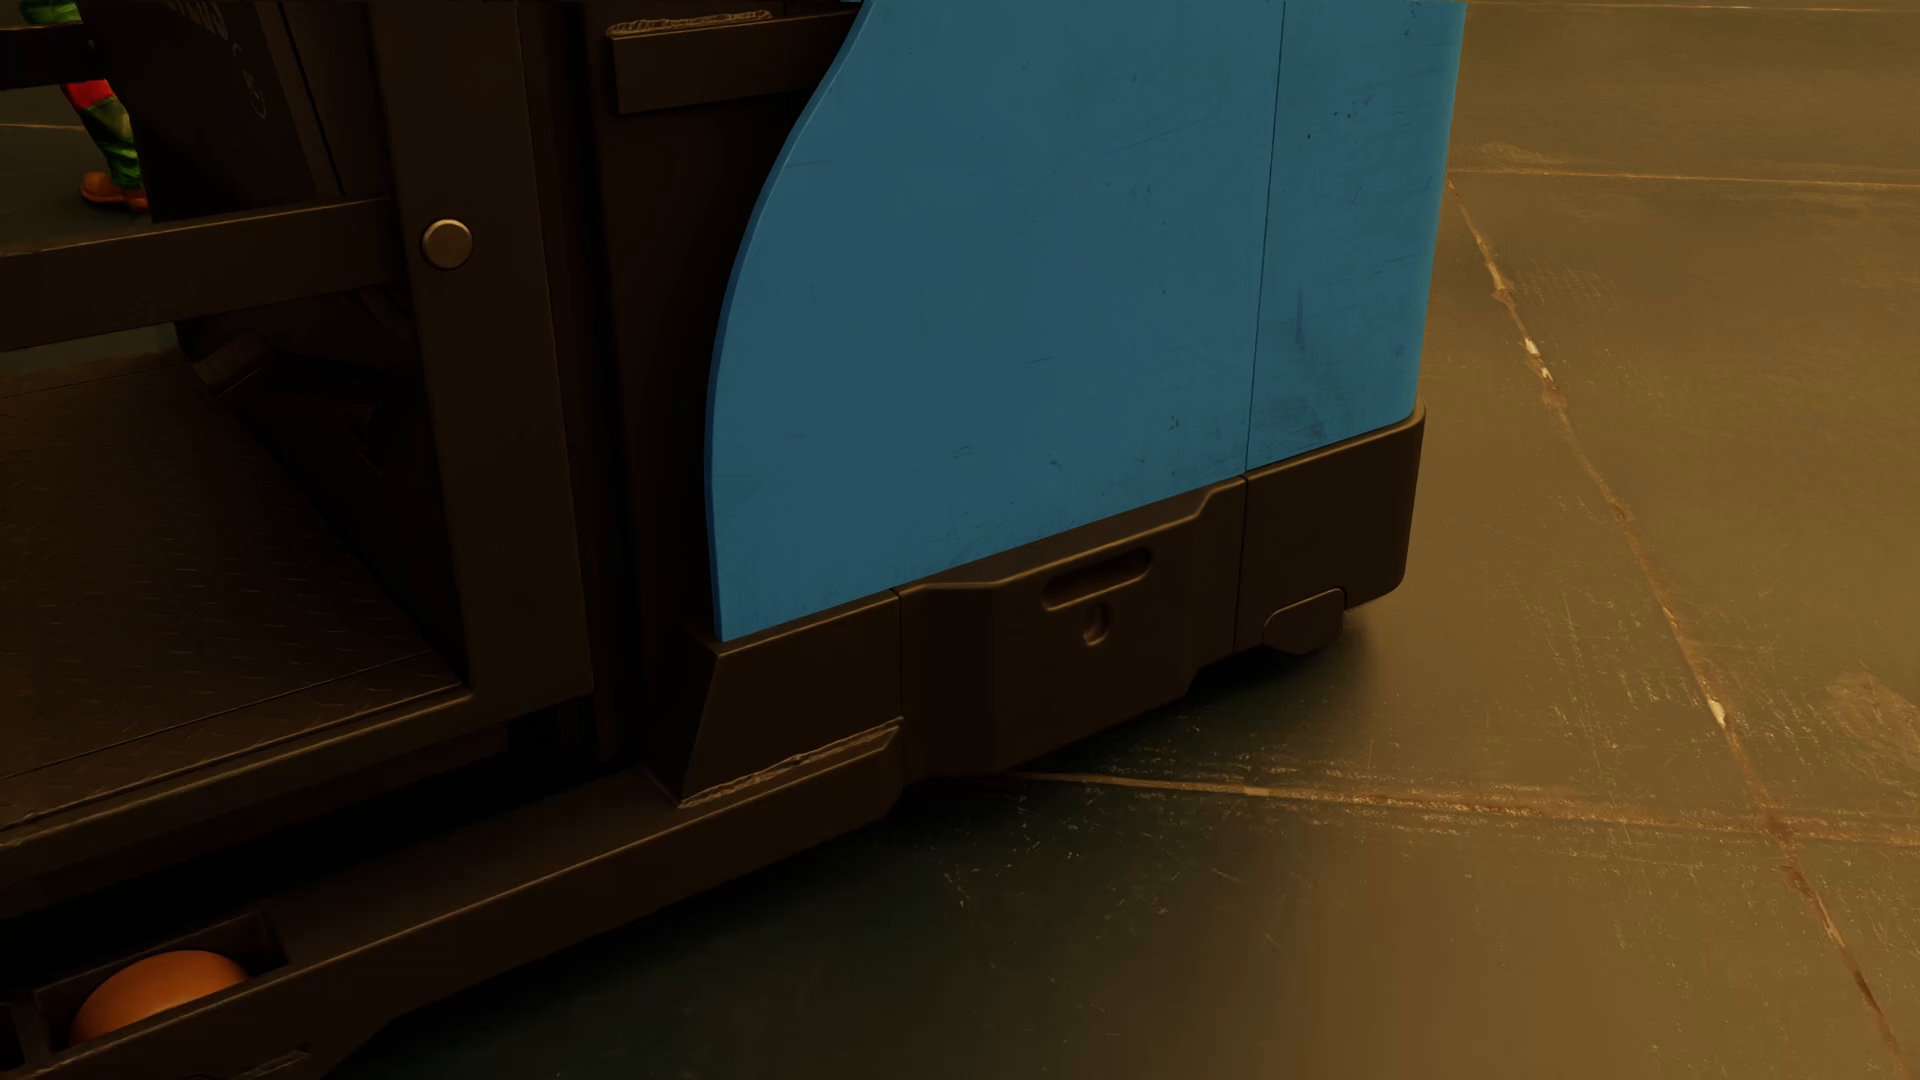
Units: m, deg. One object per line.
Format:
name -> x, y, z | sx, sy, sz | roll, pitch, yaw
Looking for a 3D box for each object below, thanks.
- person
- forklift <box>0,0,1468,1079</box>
person -> -2.177, -1.683, 3.956 | 0.583, 1.807, 1.008 | 17, 31, 30
forklift -> -0.894, -1.002, 1.226 | 3.031, 2.935, 1.130 | -18, 31, -31
